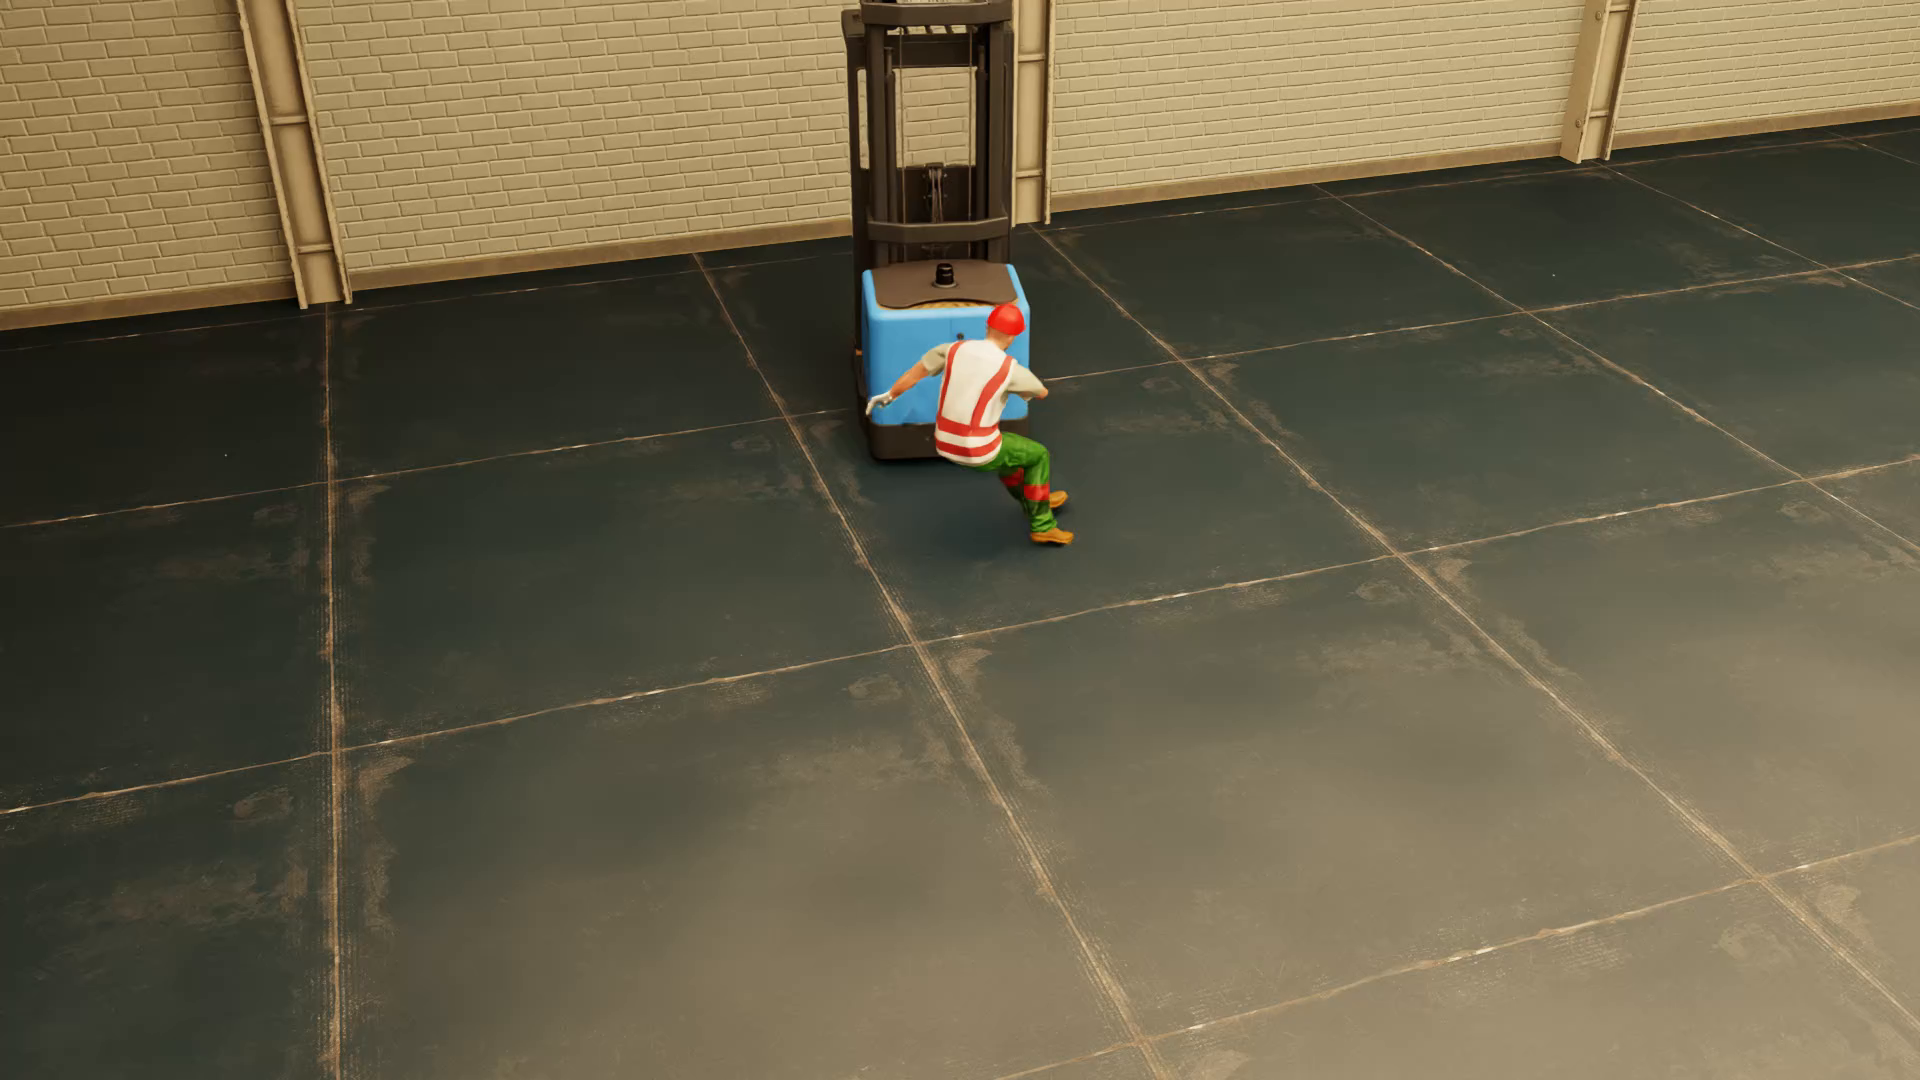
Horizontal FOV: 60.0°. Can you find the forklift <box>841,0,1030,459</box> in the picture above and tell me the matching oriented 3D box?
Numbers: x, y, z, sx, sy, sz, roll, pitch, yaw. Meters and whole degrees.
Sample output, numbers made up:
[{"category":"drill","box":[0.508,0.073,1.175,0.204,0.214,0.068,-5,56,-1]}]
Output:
[{"category":"forklift","box":[-0.219,-2.507,11.444,1.130,2.935,3.031,-3,30,-5]}]

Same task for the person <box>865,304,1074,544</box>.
[{"category":"person","box":[0.142,-0.729,9.812,1.087,1.507,0.965,20,35,30]}]
